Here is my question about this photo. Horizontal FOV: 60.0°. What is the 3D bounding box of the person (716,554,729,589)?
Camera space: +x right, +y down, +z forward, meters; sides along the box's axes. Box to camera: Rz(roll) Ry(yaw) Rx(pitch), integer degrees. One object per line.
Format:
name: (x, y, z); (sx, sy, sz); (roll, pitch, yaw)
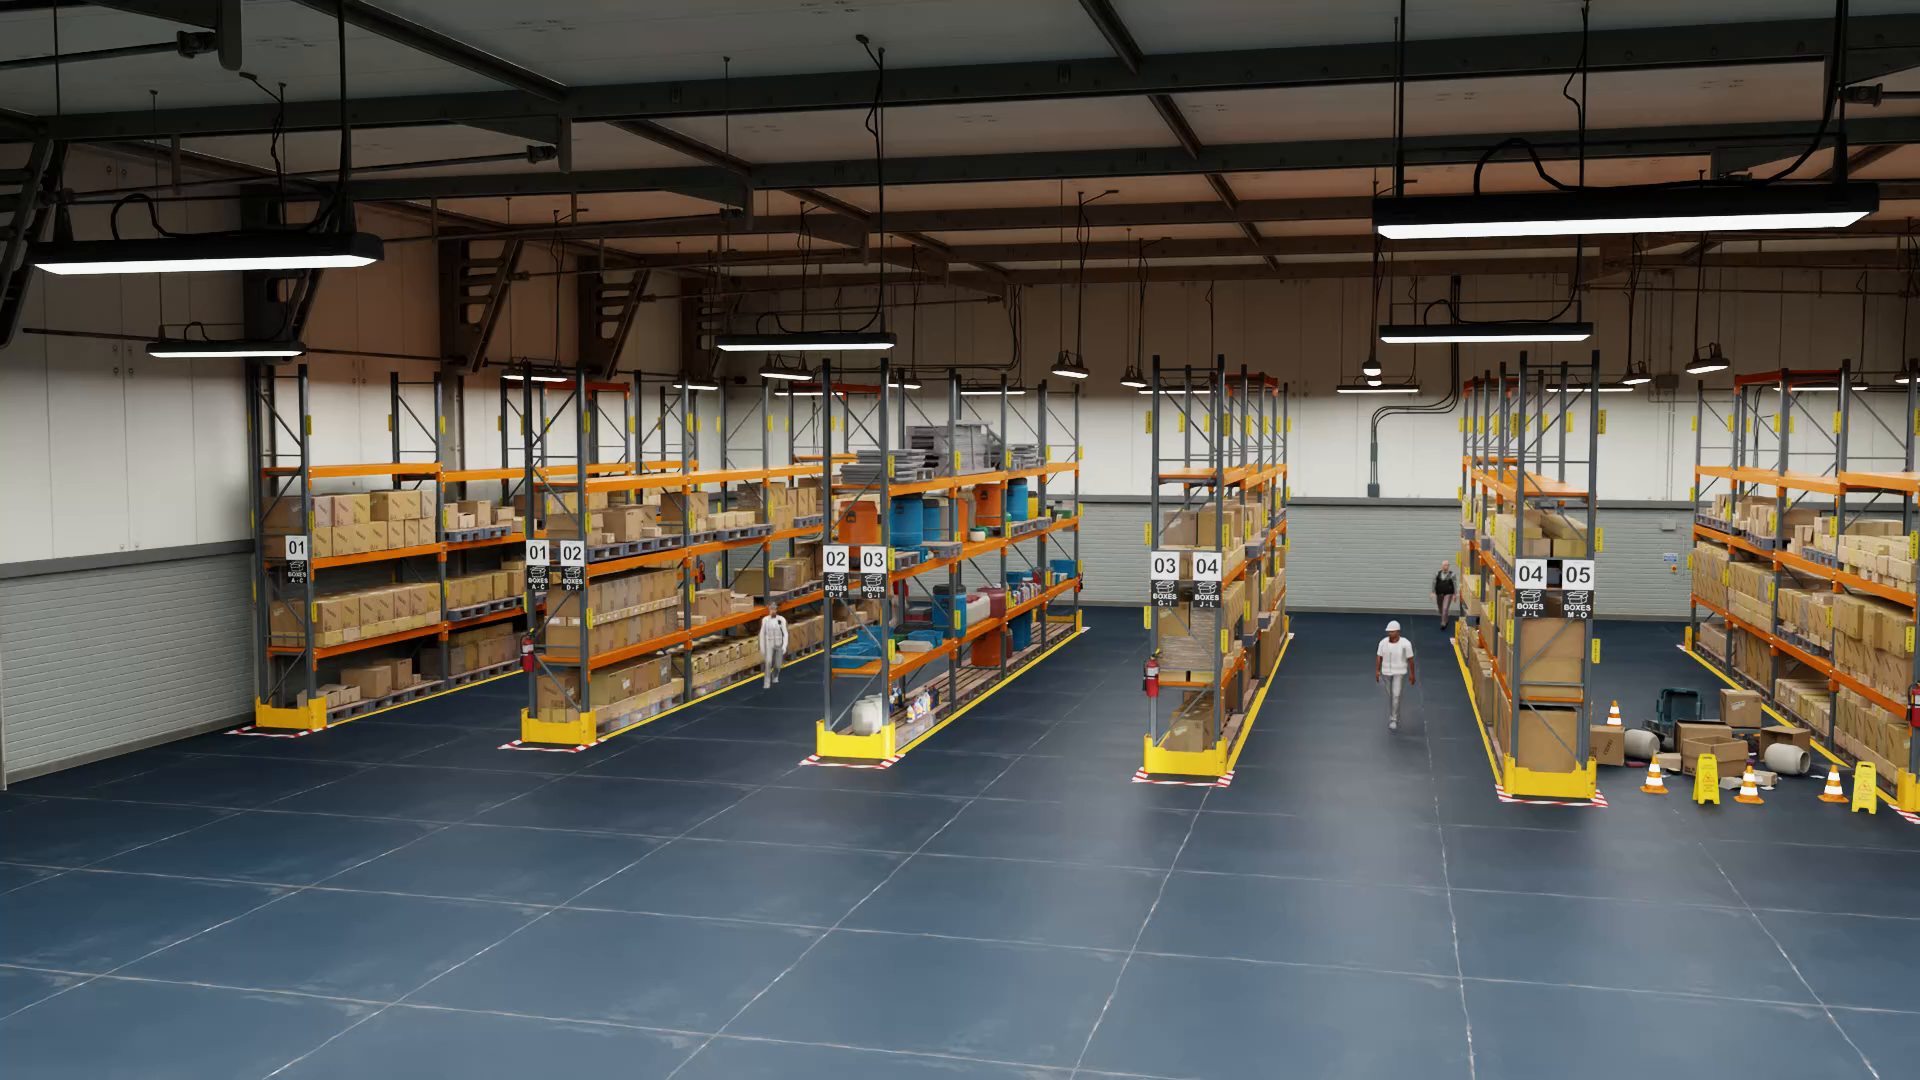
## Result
person: (-6.325, 1.164, 43.934); (0.536, 1.591, 0.412); (1, 4, 11)

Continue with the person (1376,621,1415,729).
person: (7.153, 2.212, 27.526); (0.611, 1.726, 0.894); (4, 5, 42)

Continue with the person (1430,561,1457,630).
person: (11.855, 1.349, 40.770); (0.583, 1.679, 1.018); (3, 5, 34)

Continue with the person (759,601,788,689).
person: (-3.383, 1.888, 30.214); (0.531, 1.552, 1.065); (-1, 4, -14)

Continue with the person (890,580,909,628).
person: (-1.357, 1.479, 38.680); (0.656, 1.744, 0.571); (-2, 4, -29)
